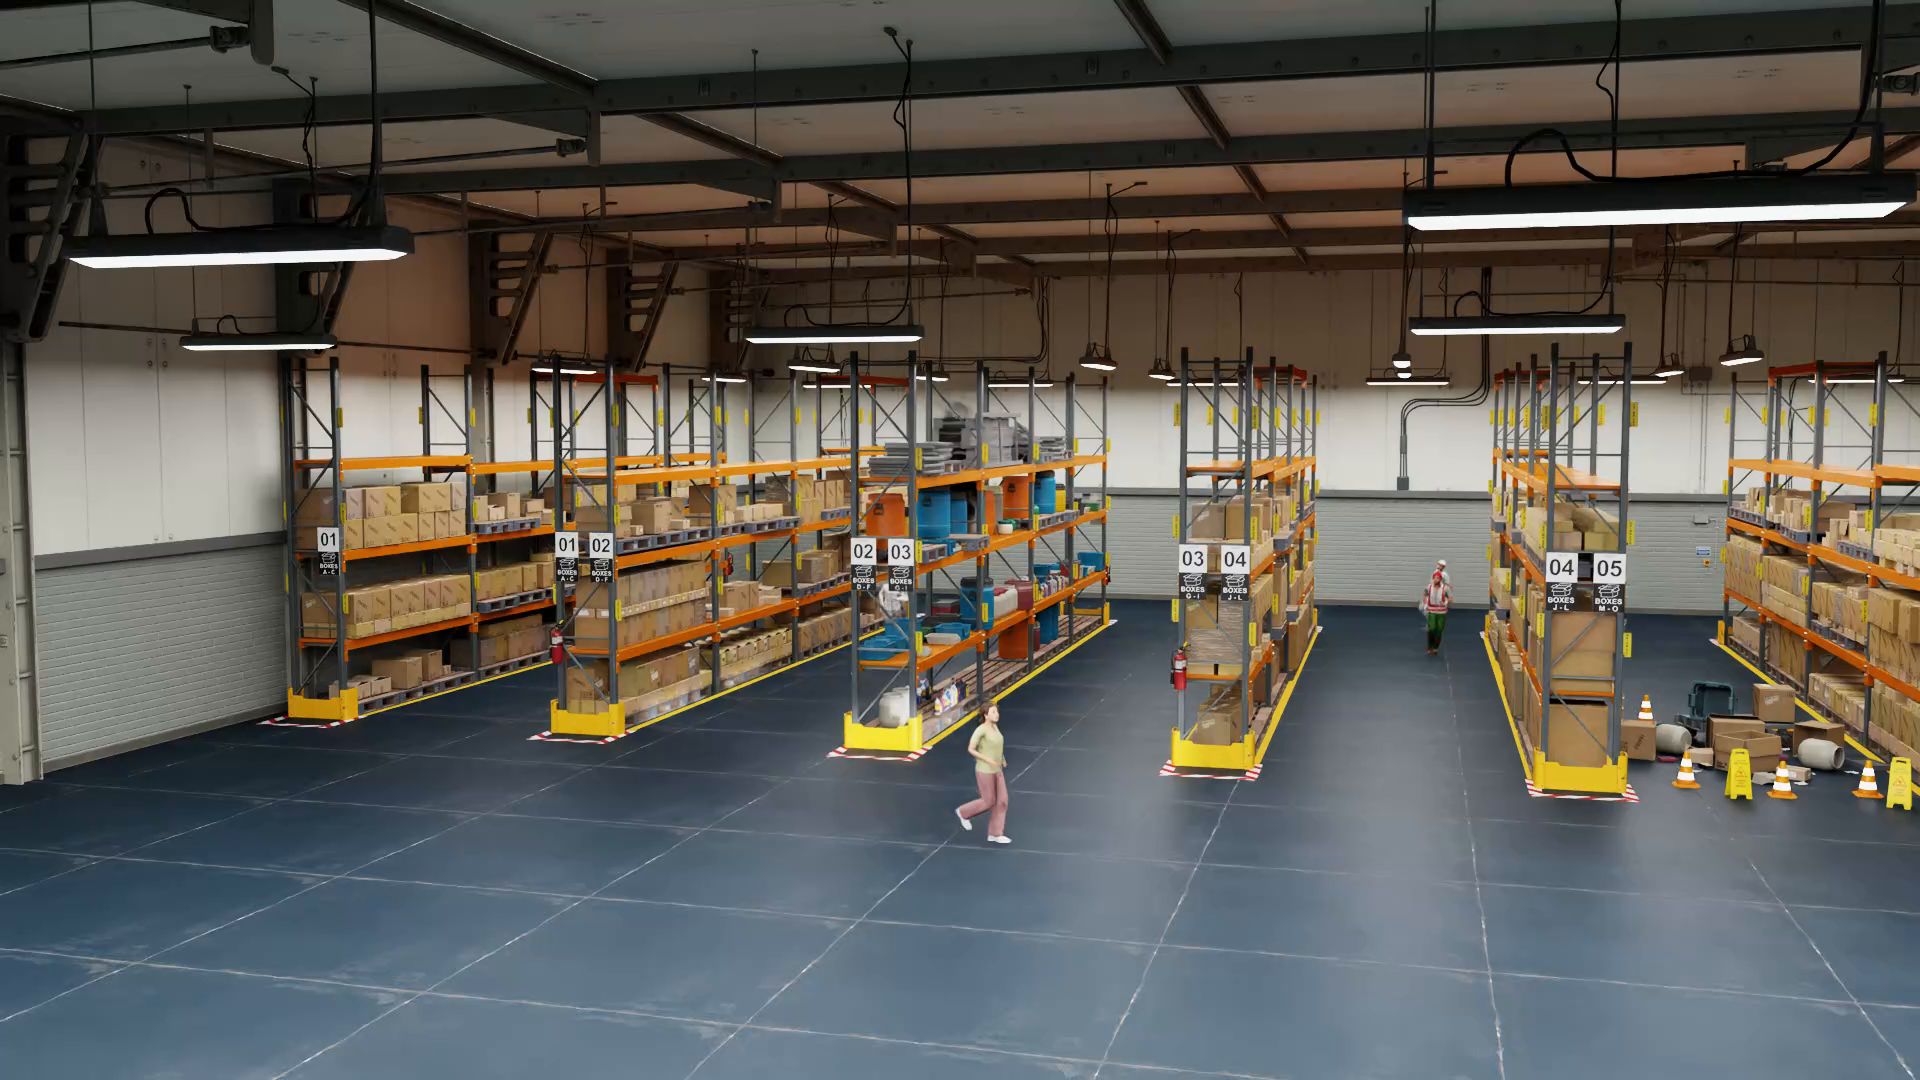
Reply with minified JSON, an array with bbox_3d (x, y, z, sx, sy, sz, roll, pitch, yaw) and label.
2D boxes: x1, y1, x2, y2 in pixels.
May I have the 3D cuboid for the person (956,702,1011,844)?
[{"bbox_3d":[0.308,2.732,19.687,0.752,1.642,0.577,3,5,35],"label":"person"}]

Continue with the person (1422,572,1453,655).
[{"bbox_3d":[10.034,1.552,34.961,0.624,1.770,0.667,1,4,17],"label":"person"}]

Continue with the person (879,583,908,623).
[{"bbox_3d":[-1.321,1.449,32.883,0.587,1.762,0.739,0,4,2],"label":"person"}]

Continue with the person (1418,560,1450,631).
[{"bbox_3d":[11.057,1.299,38.846,0.527,1.697,0.718,-1,4,-19],"label":"person"}]
